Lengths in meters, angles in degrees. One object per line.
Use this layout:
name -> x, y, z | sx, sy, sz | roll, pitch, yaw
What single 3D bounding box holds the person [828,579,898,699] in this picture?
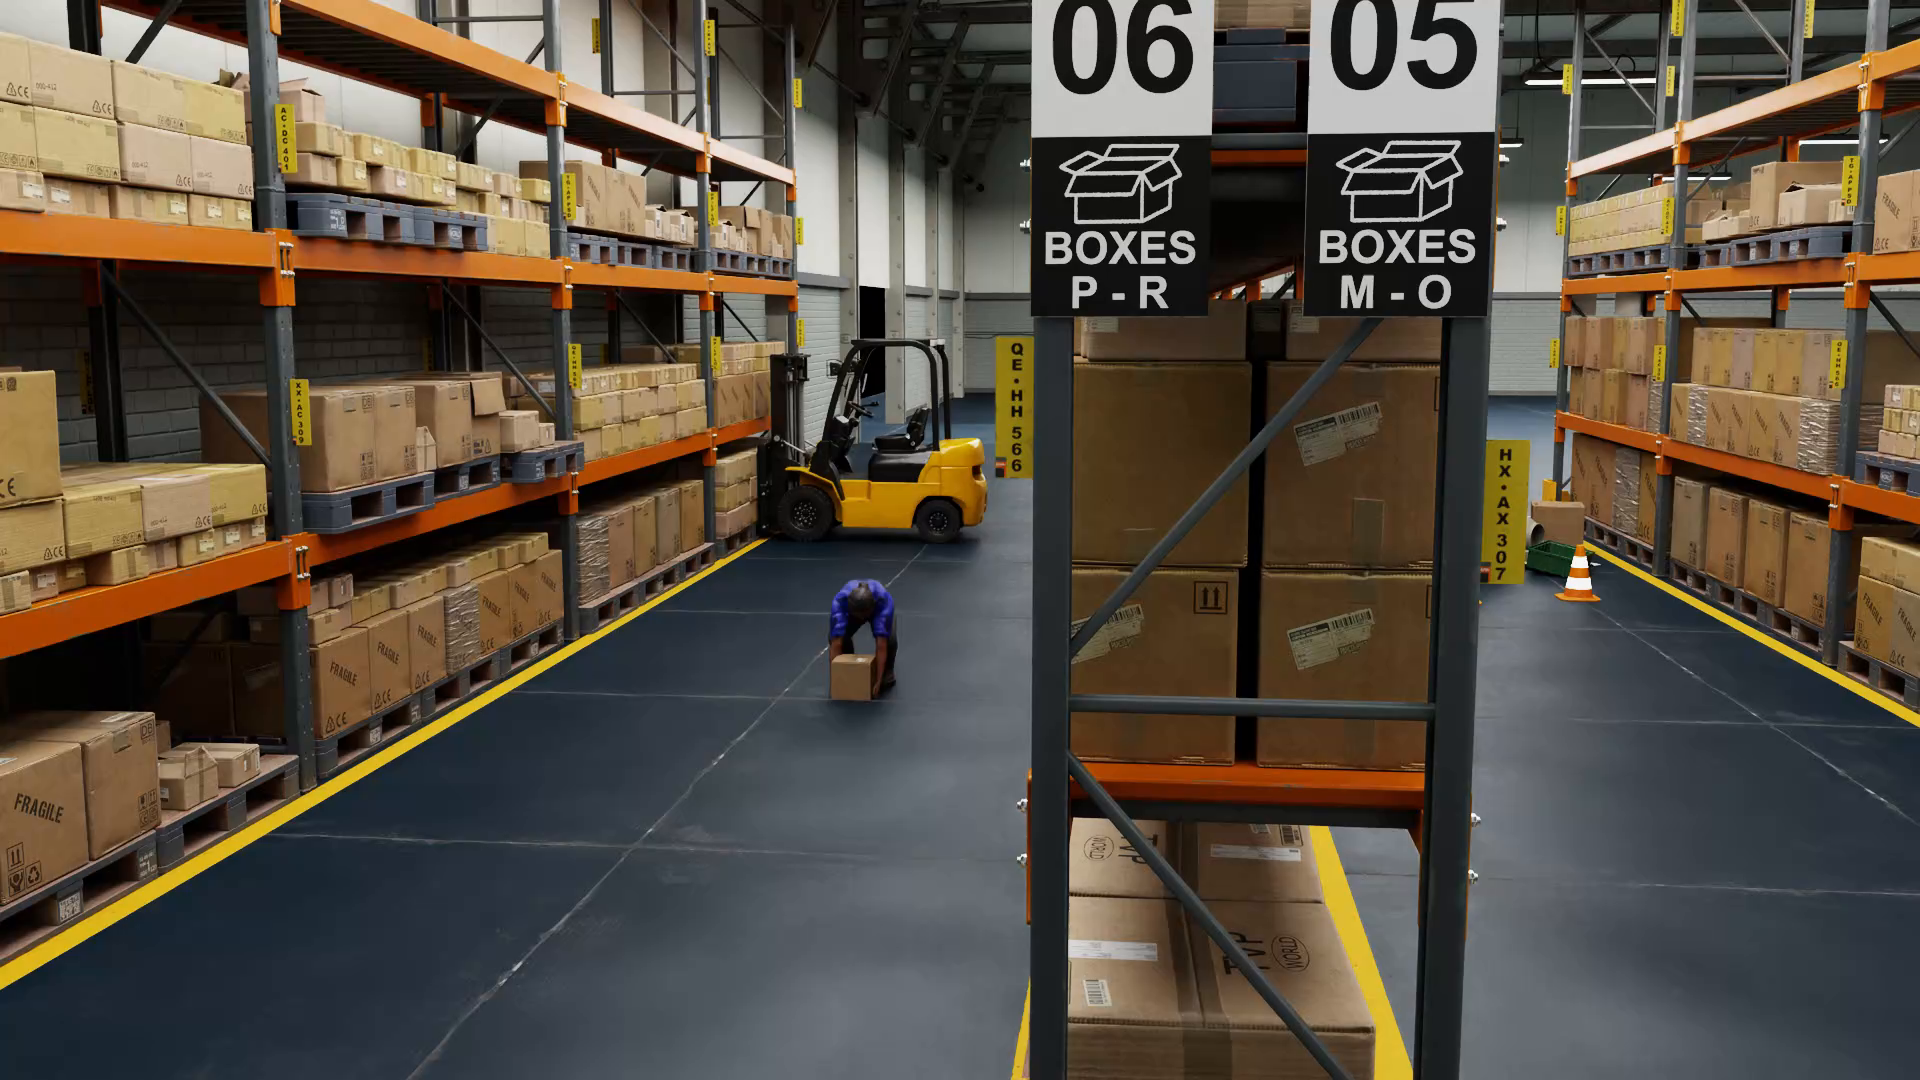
person -> -0.629, 0.603, 10.863 | 0.449, 0.751, 0.851 | 1, 8, 5
